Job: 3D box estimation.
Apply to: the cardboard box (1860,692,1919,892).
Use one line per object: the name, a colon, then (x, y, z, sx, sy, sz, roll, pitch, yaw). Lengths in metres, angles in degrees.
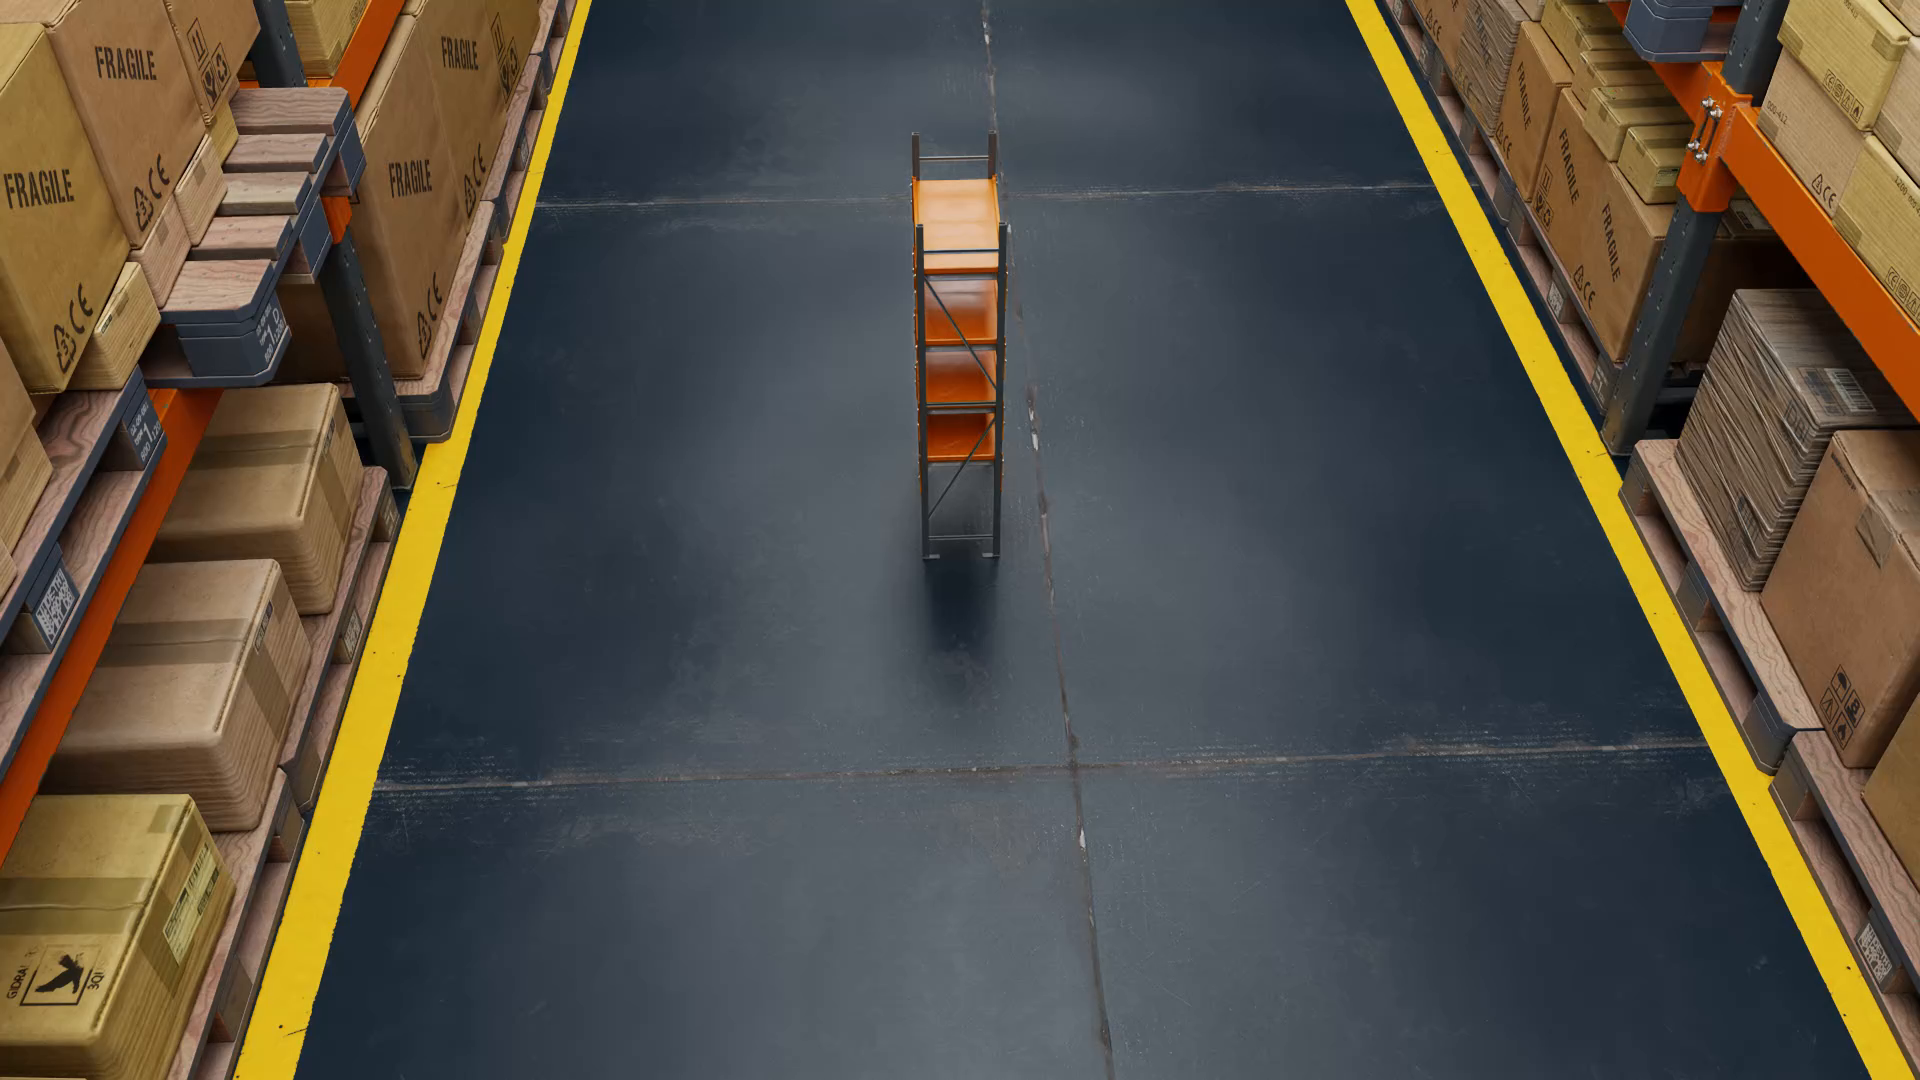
cardboard box: (2.745, 0.603, 3.819, 0.875, 0.625, 0.625, -3, 43, -4)

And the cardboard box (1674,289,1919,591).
cardboard box: (2.681, -0.292, 4.796, 0.875, 0.625, 0.625, 0, 43, 0)

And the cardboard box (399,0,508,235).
cardboard box: (-2.271, -1.732, 6.181, 0.875, 0.875, 0.875, -1, 43, -1)

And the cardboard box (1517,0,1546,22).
cardboard box: (2.366, -2.129, 6.412, 0.380, 0.149, 0.250, -4, 43, -4)

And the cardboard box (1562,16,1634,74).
cardboard box: (2.419, -1.775, 6.026, 0.380, 0.149, 0.250, 0, 43, -1)

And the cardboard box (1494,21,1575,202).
cardboard box: (2.400, -1.639, 6.357, 0.500, 0.500, 0.500, 0, 43, 0)

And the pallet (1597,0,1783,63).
pallet: (2.569, -1.819, 5.157, 1.213, 0.211, 1.003, -2, 43, -2)

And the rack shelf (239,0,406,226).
rack shelf: (-2.376, -2.375, 6.153, 1.077, 0.370, 4.000, -2, 43, -2)

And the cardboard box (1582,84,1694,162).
cardboard box: (2.352, -1.416, 5.635, 0.380, 0.149, 0.250, -4, 43, -4)

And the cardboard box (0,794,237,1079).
cardboard box: (-2.211, 0.916, 3.665, 0.950, 0.372, 0.625, 0, 43, 0)

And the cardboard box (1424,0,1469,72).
cardboard box: (2.343, -2.339, 7.121, 0.500, 0.500, 0.500, -3, 43, -3)

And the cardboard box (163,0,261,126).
cardboard box: (-1.994, -1.292, 3.835, 0.500, 0.500, 0.500, -3, 43, -3)

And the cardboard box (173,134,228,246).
cardboard box: (-1.903, -0.789, 3.767, 0.380, 0.149, 0.250, -2, 43, -2)

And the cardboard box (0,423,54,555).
cardboard box: (-1.897, -0.093, 3.007, 0.380, 0.149, 0.250, -3, 43, -3)

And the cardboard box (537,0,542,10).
cardboard box: (-2.354, -2.945, 7.505, 0.875, 0.875, 0.875, 0, 43, 0)

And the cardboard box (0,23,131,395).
cardboard box: (-1.938, -0.603, 3.082, 0.500, 0.500, 0.500, -4, 43, -5)

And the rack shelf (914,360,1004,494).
rack shelf: (-0.007, -0.358, 5.146, 0.258, 0.148, 0.480, -2, 43, -2)

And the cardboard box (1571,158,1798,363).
cardboard box: (2.436, -0.947, 5.602, 0.500, 0.500, 0.500, -1, 43, -1)

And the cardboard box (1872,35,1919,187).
cardboard box: (2.463, -0.919, 3.774, 0.500, 0.250, 0.500, 0, 43, 0)

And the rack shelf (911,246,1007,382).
rack shelf: (-0.007, -0.669, 4.861, 0.258, 0.148, 0.480, -2, 43, -2)

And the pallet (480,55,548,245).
pallet: (-2.298, -1.618, 6.859, 1.003, 0.211, 1.213, -2, 43, -2)

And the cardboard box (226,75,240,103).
cardboard box: (-2.042, -1.137, 4.146, 0.380, 0.149, 0.250, 0, 43, 0)

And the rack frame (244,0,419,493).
rack frame: (-2.291, -1.290, 4.437, 1.000, 3.000, 0.127, -2, 43, -2)

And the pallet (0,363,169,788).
pallet: (-2.166, 0.116, 3.045, 1.003, 0.211, 1.213, -2, 43, -2)

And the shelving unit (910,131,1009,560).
shelving unit: (-0.007, -0.554, 4.967, 0.258, 1.200, 0.503, -2, 43, -2)

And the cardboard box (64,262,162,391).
cardboard box: (-1.874, -0.434, 3.379, 0.380, 0.149, 0.250, -1, 43, -1)

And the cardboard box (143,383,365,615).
cardboard box: (-2.277, -0.094, 4.766, 0.950, 0.372, 0.625, -4, 43, -5)

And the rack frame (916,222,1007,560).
rack frame: (0.003, -0.389, 4.787, 0.240, 1.200, 0.015, -2, 43, -2)

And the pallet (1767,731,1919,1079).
pallet: (2.713, 0.972, 4.033, 1.003, 0.211, 1.213, -2, 43, -2)

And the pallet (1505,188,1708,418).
pallet: (2.674, -0.912, 6.088, 1.003, 0.211, 1.213, -2, 43, -2)

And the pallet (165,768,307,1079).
pallet: (-2.210, 1.088, 3.907, 1.003, 0.211, 1.213, -2, 43, -2)

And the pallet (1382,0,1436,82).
pallet: (2.571, -2.559, 7.885, 1.003, 0.211, 1.213, -2, 43, -2)

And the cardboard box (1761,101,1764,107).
cardboard box: (2.973, -1.448, 5.669, 0.380, 0.149, 0.250, 0, 43, 0)

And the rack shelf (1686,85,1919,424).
rack shelf: (2.753, 0.181, 3.365, 1.077, 0.370, 4.000, -2, 43, -2)

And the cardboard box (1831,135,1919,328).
cardboard box: (2.459, -0.733, 3.941, 0.500, 0.250, 0.500, -2, 43, -3)
